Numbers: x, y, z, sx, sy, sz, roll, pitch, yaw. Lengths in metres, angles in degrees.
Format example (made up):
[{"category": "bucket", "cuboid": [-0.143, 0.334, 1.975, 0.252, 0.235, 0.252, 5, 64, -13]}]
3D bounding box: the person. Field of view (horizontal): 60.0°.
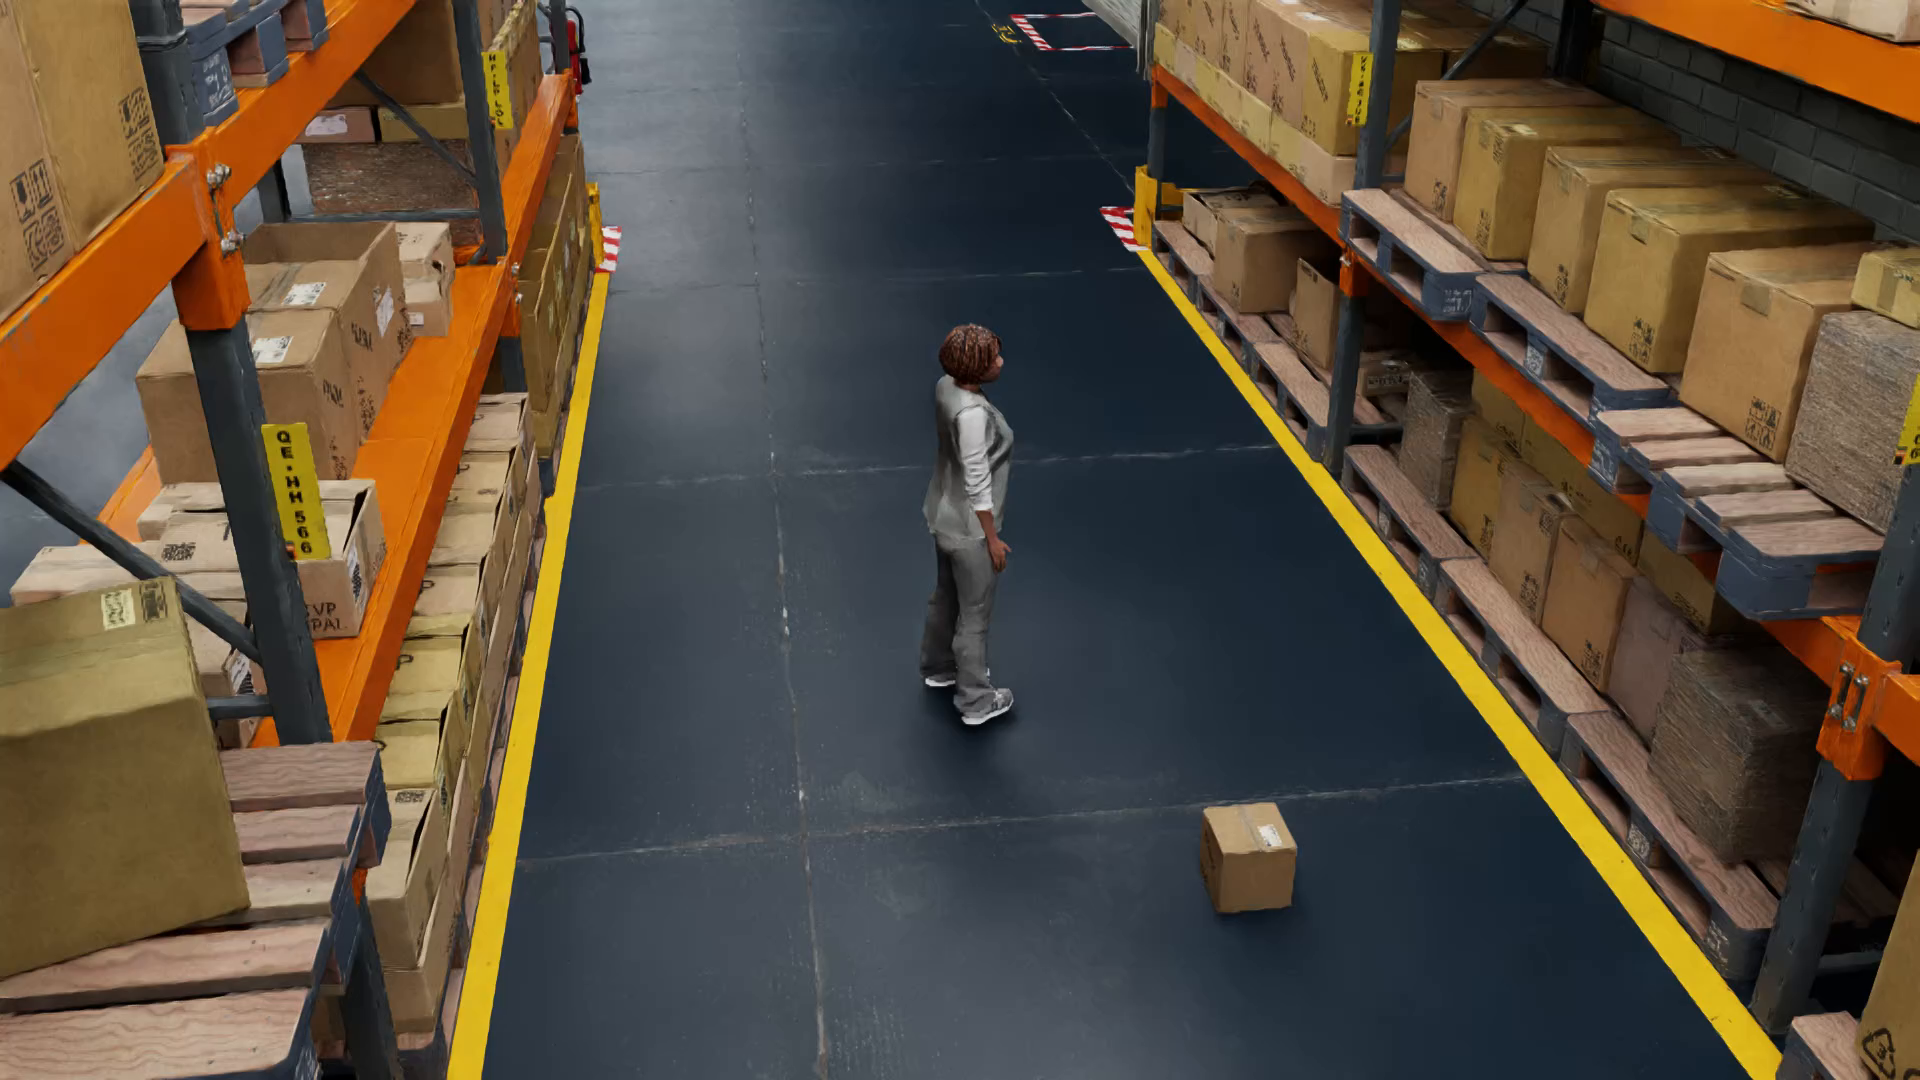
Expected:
[{"category": "person", "cuboid": [0.034, -0.066, 6.224, 0.347, 1.600, 0.429, -6, 28, -10]}]
